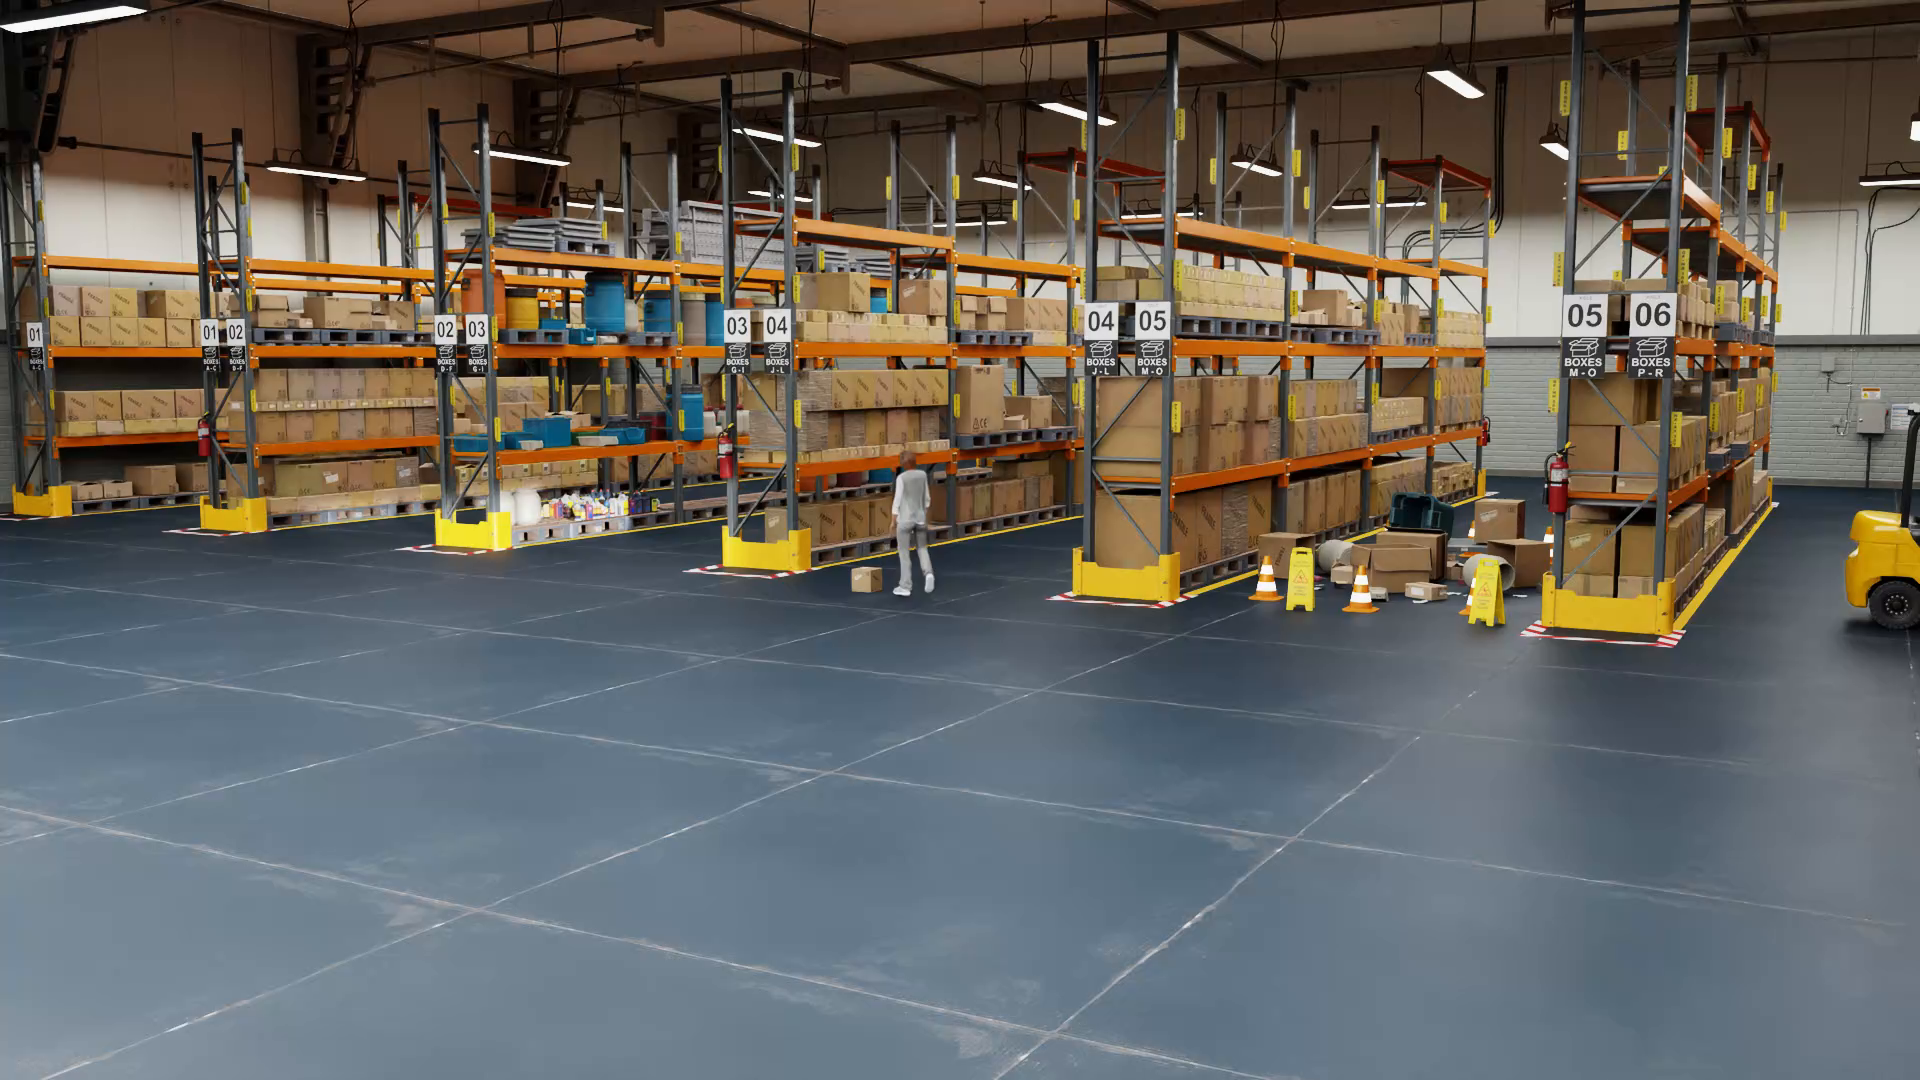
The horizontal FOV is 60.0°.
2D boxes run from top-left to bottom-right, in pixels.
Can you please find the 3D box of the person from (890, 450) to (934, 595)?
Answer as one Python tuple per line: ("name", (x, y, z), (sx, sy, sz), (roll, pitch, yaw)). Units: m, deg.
("person", (-0.516, -0.180, 18.132), (0.461, 1.578, 0.475), (-4, 7, -30))
